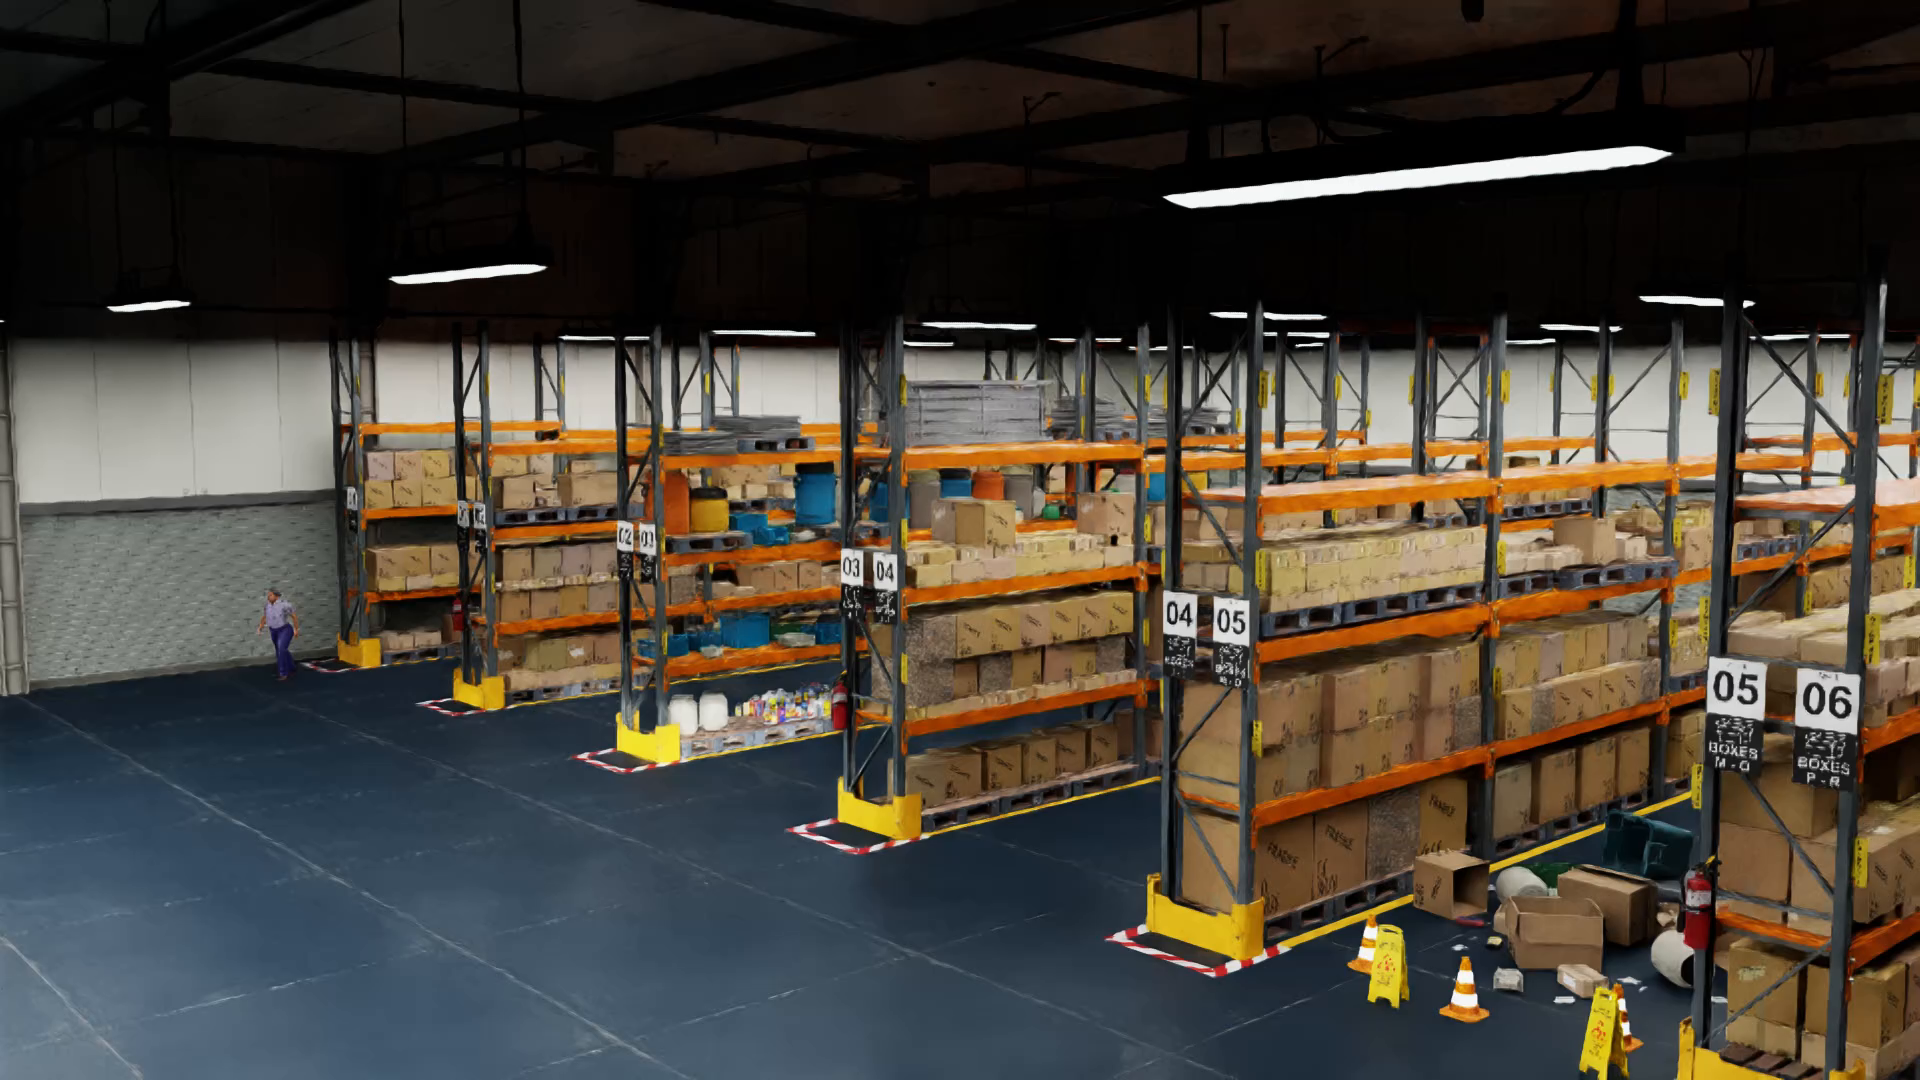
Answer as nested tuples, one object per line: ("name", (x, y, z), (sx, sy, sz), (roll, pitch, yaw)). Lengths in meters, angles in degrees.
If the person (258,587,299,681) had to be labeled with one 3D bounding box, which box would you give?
("person", (-11.546, 1.578, 28.300), (0.647, 1.591, 0.767), (3, 6, 27))
